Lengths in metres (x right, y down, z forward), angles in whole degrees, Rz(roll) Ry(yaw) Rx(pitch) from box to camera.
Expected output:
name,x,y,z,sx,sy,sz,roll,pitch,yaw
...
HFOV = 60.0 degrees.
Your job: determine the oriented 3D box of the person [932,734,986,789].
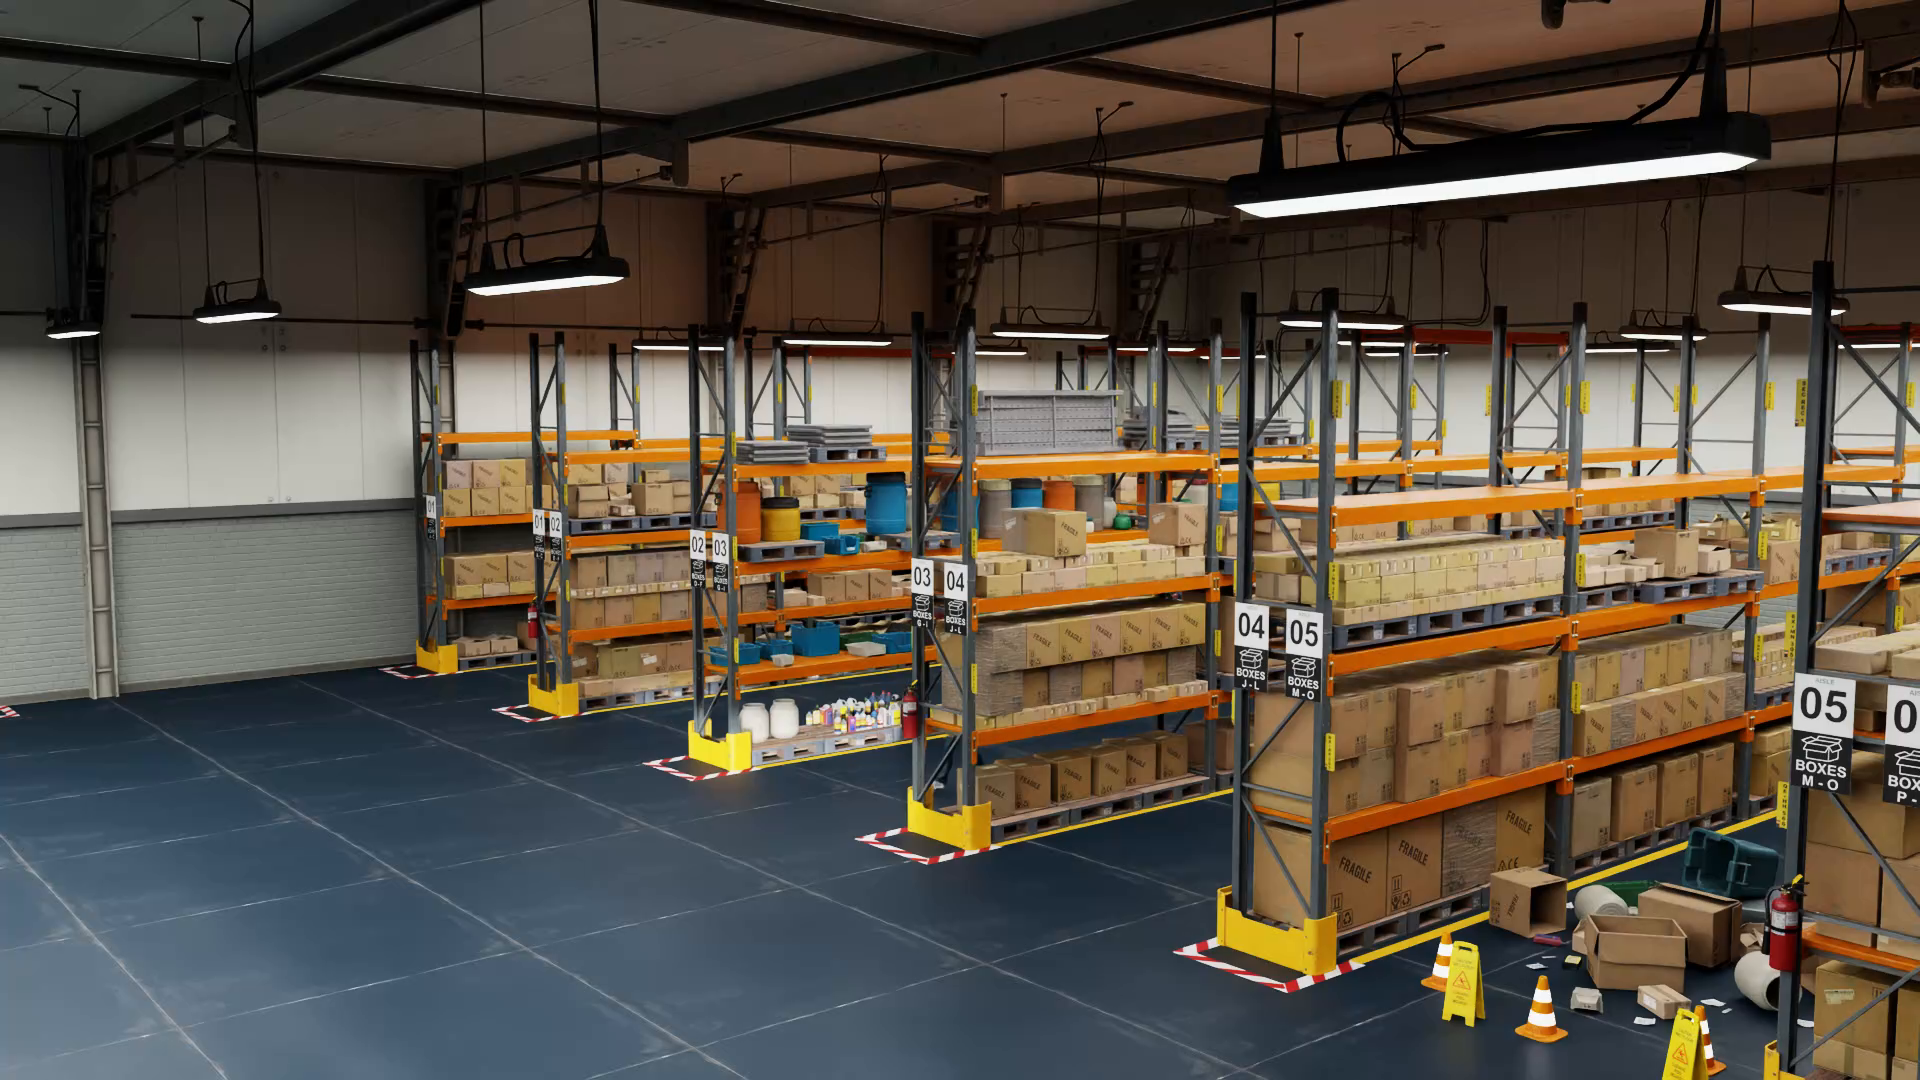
name,x,y,z,sx,sy,sz,roll,pitch,yaw
person,-0.022,2.407,21.226,0.903,1.552,0.432,-3,6,-30
